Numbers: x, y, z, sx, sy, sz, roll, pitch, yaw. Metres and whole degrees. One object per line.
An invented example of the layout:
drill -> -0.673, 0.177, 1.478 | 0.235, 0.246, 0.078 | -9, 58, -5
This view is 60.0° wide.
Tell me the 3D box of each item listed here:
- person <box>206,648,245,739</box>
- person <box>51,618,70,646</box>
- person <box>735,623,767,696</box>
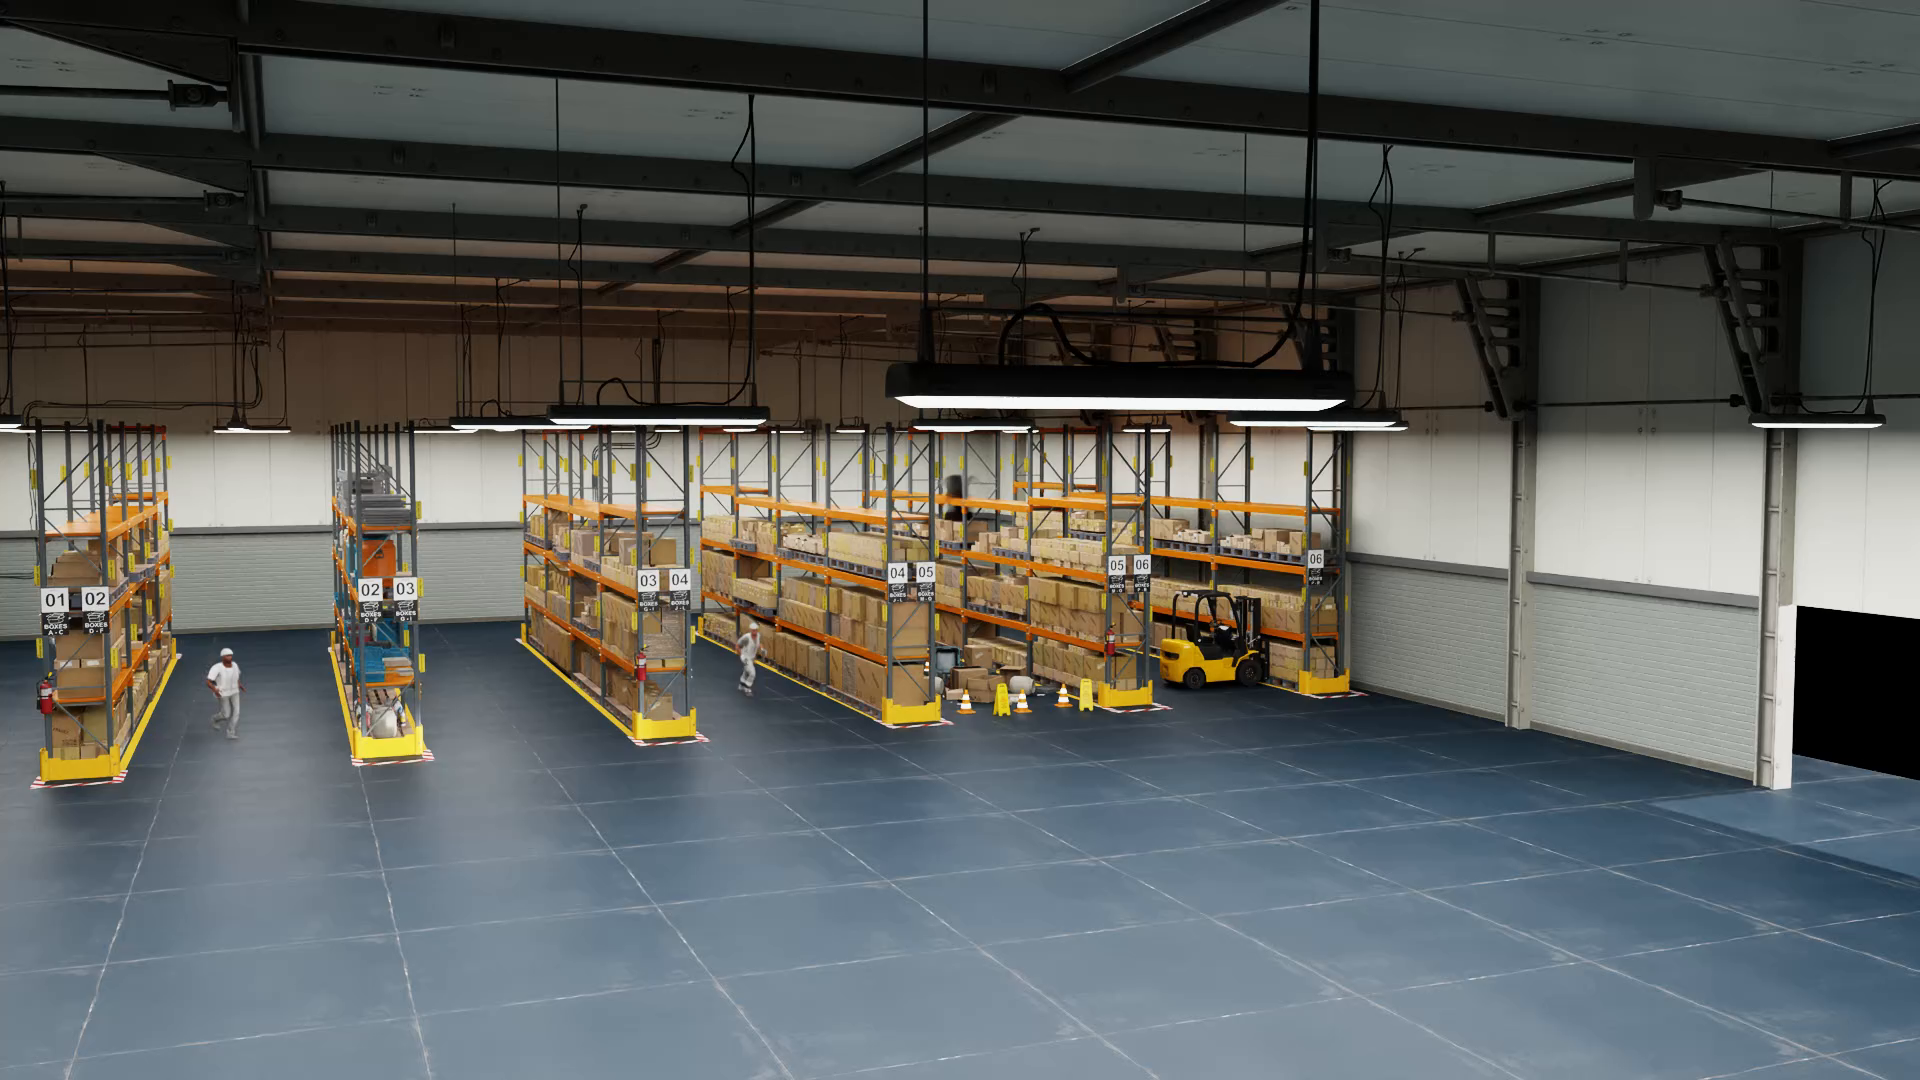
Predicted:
person -> -13.901, 2.904, 31.474 | 0.721, 1.724, 0.706 | 3, 4, 36
person -> -20.389, 2.530, 38.046 | 0.737, 1.735, 1.033 | -2, 4, -31
person -> -4.672, 2.622, 36.773 | 0.859, 1.655, 0.712 | 2, 4, 29
